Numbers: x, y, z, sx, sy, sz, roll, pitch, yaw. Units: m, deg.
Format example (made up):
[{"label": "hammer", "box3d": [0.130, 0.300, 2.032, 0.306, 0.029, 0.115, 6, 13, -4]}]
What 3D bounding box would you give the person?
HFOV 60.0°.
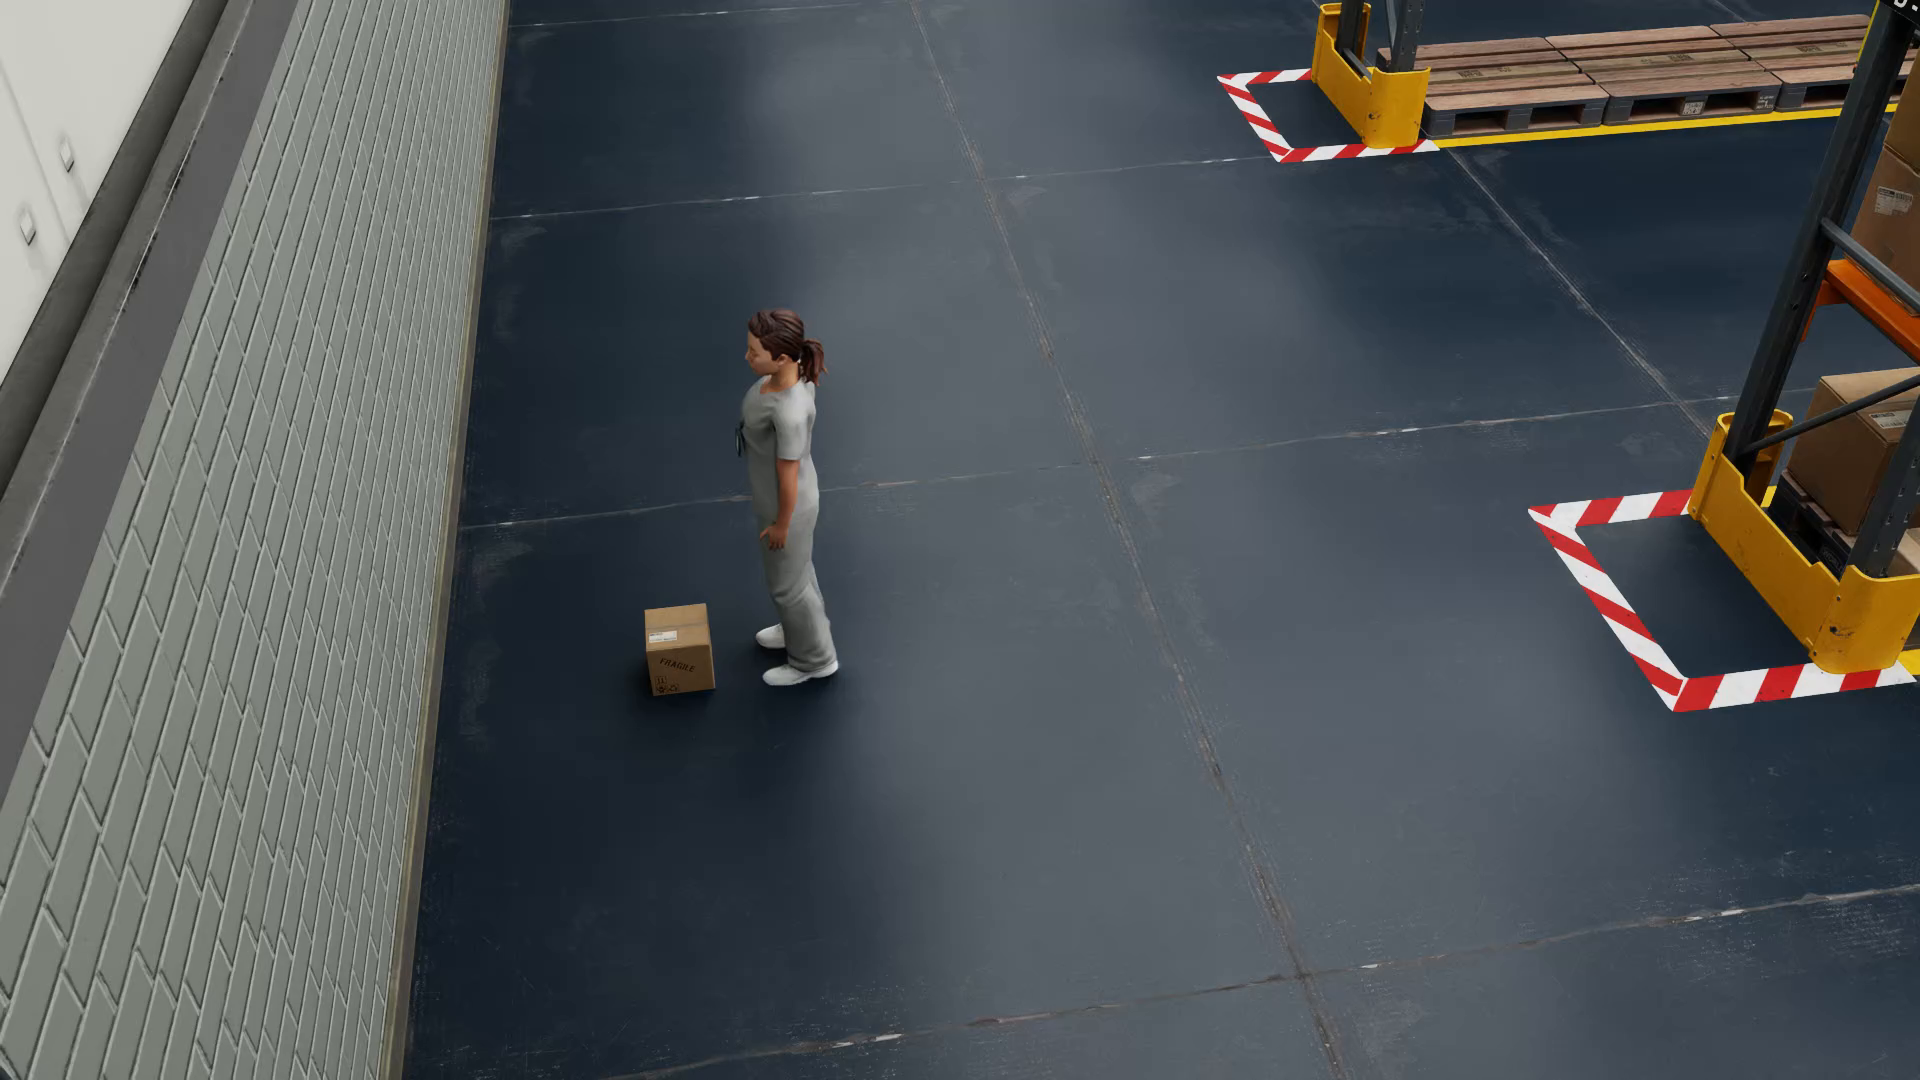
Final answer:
[{"label": "person", "box3d": [-0.653, -0.150, 6.357, 0.362, 1.683, 0.438, -6, 39, -7]}]
